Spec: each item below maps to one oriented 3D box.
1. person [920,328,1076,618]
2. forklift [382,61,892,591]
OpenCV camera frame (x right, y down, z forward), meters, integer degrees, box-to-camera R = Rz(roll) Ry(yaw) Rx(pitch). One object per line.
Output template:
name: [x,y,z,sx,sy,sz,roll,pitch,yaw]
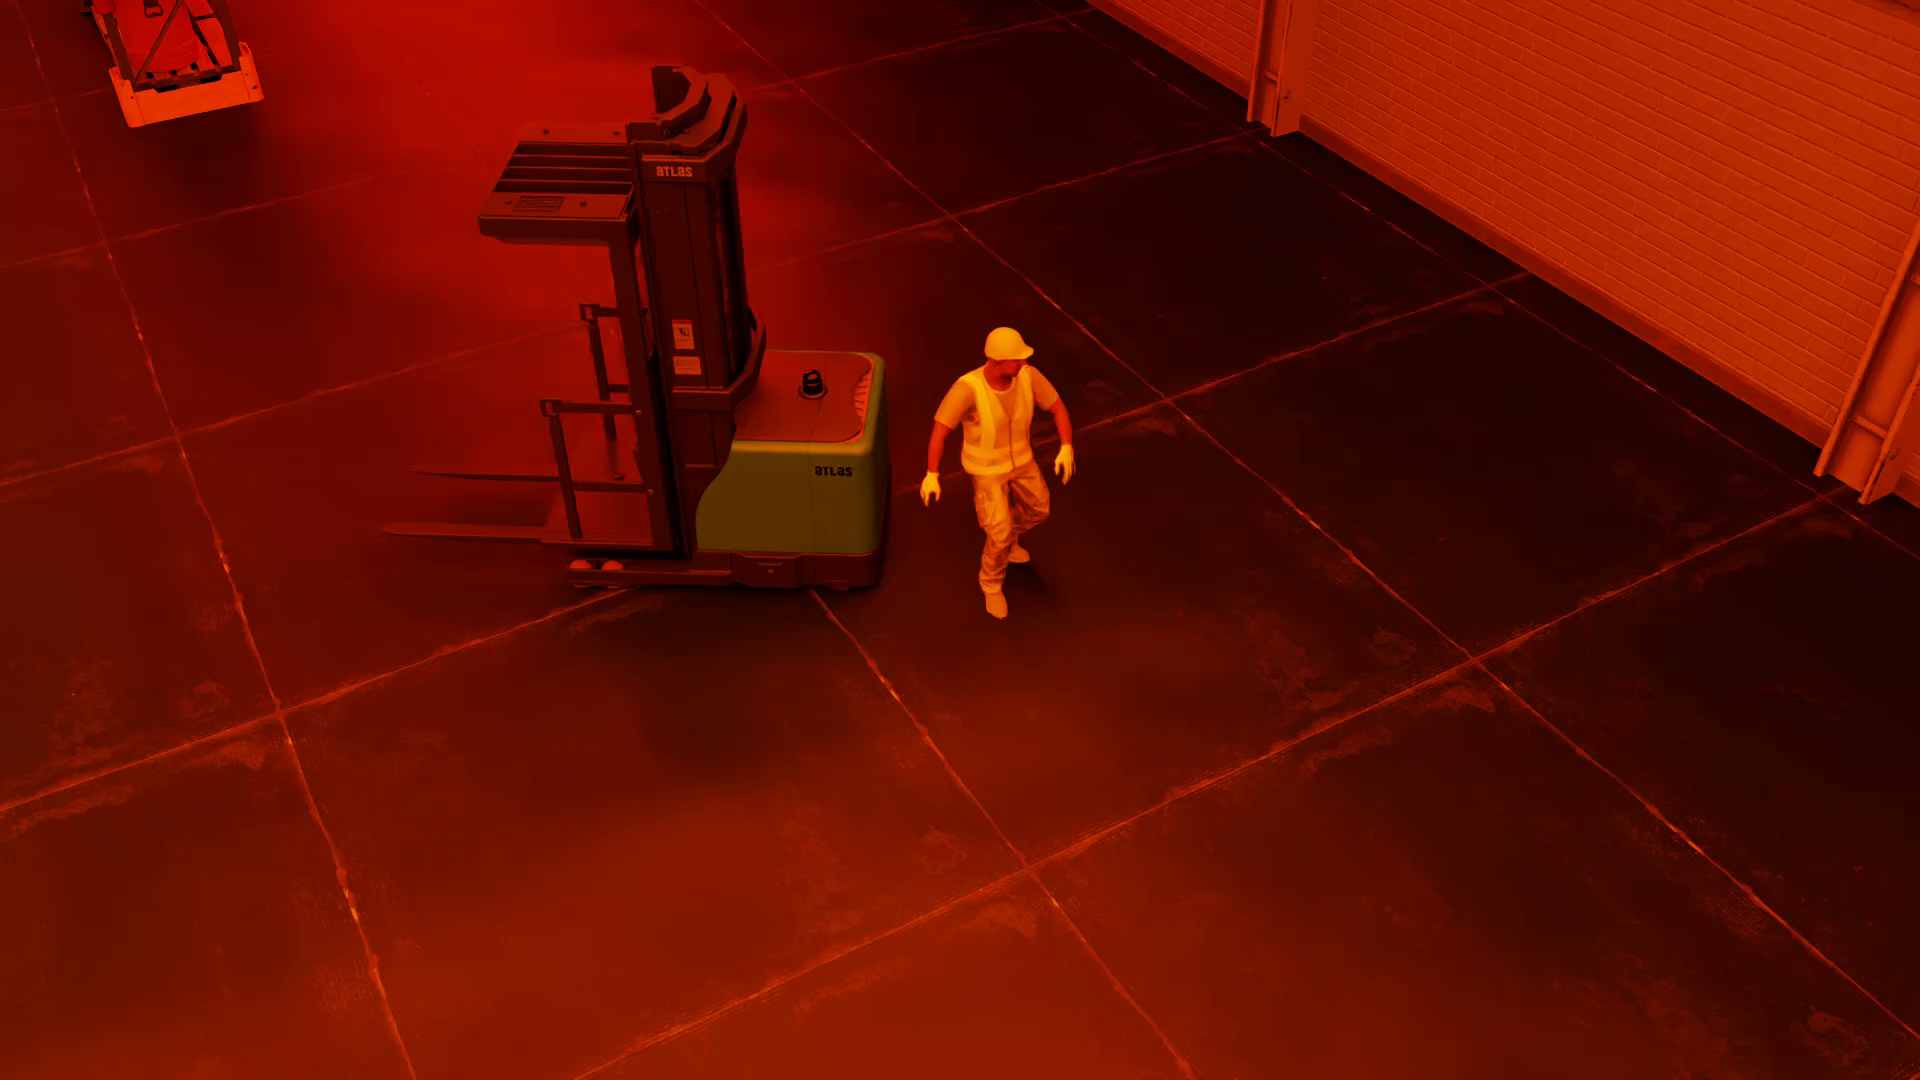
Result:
person: [0.226,-0.375,9.509,0.902,1.700,0.638,-26,46,-28]
forklift: [-1.968,-1.173,9.450,3.031,2.935,1.130,2,40,2]
